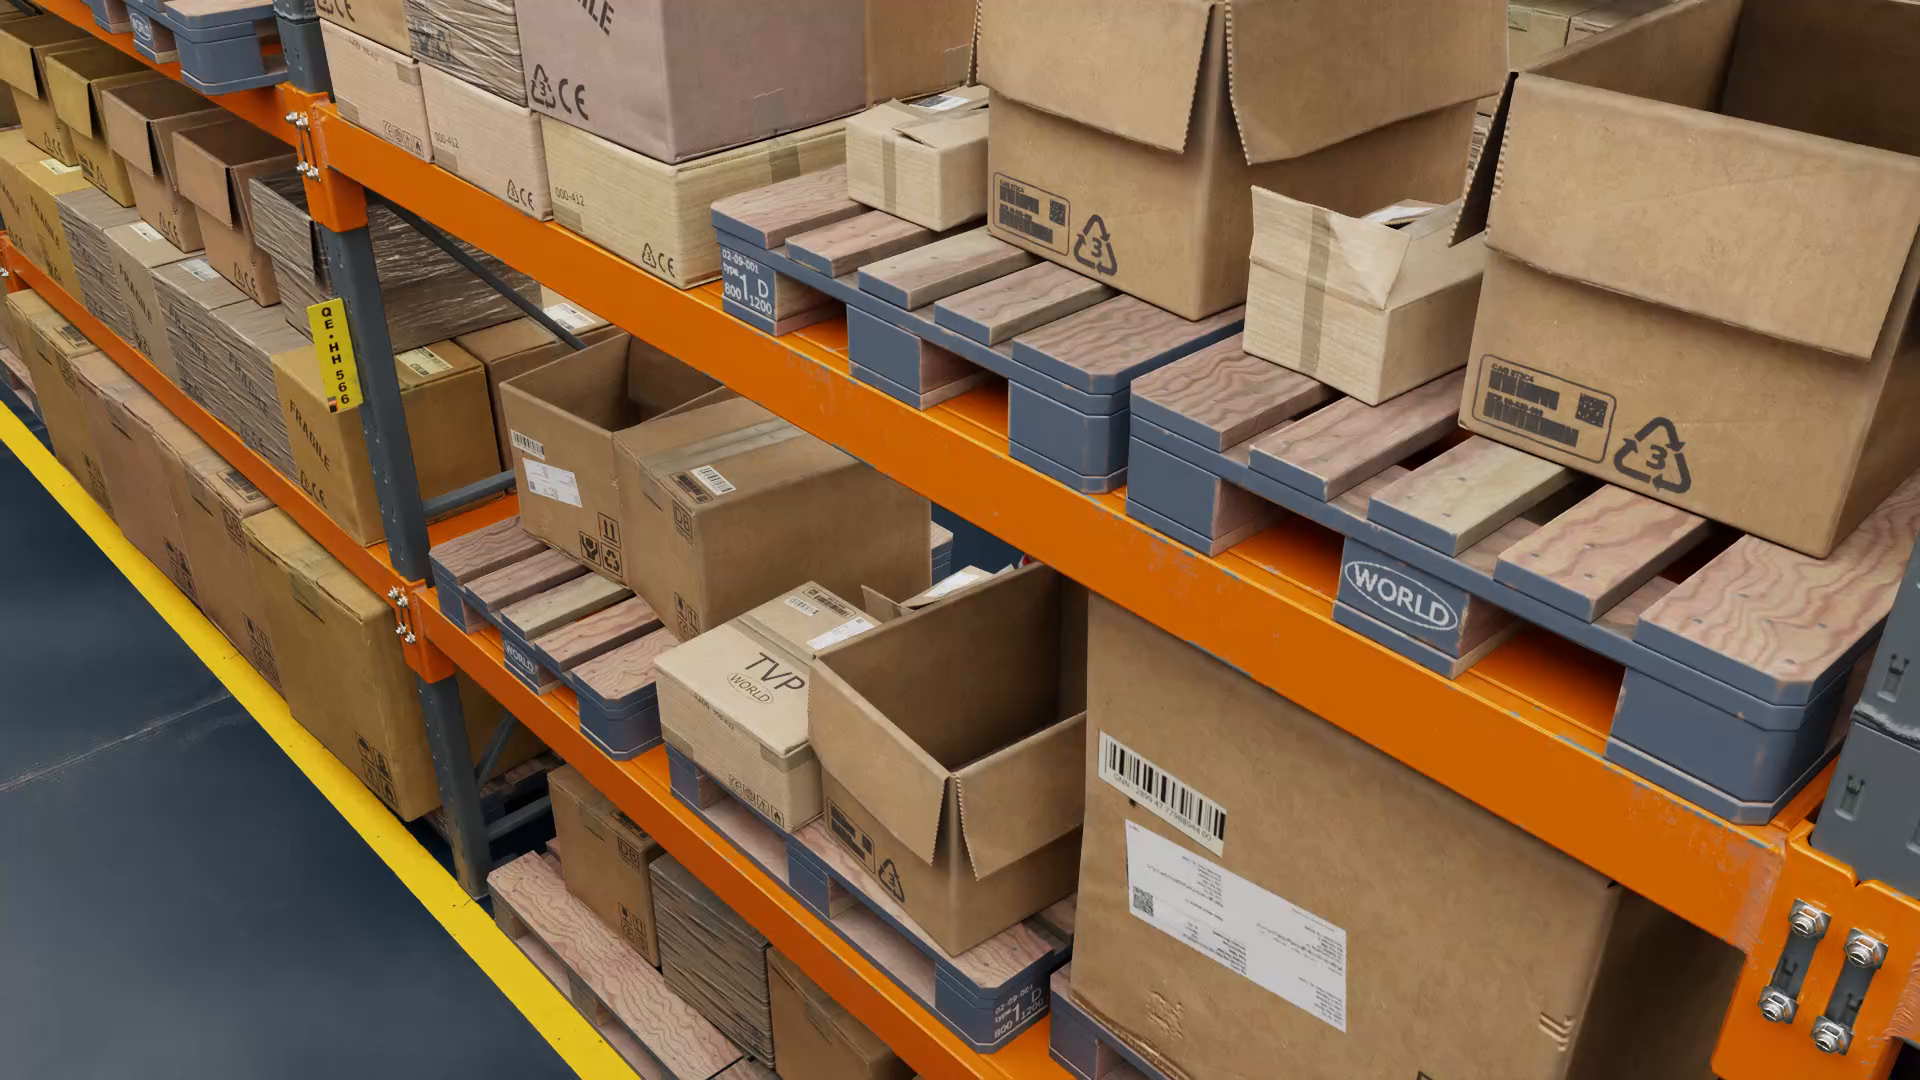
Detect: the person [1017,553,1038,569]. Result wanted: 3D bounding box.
[{"bbox_3d":[0.470,0.244,5.719,0.494,1.783,0.572,-26,40,-35],"label":"person"}]
